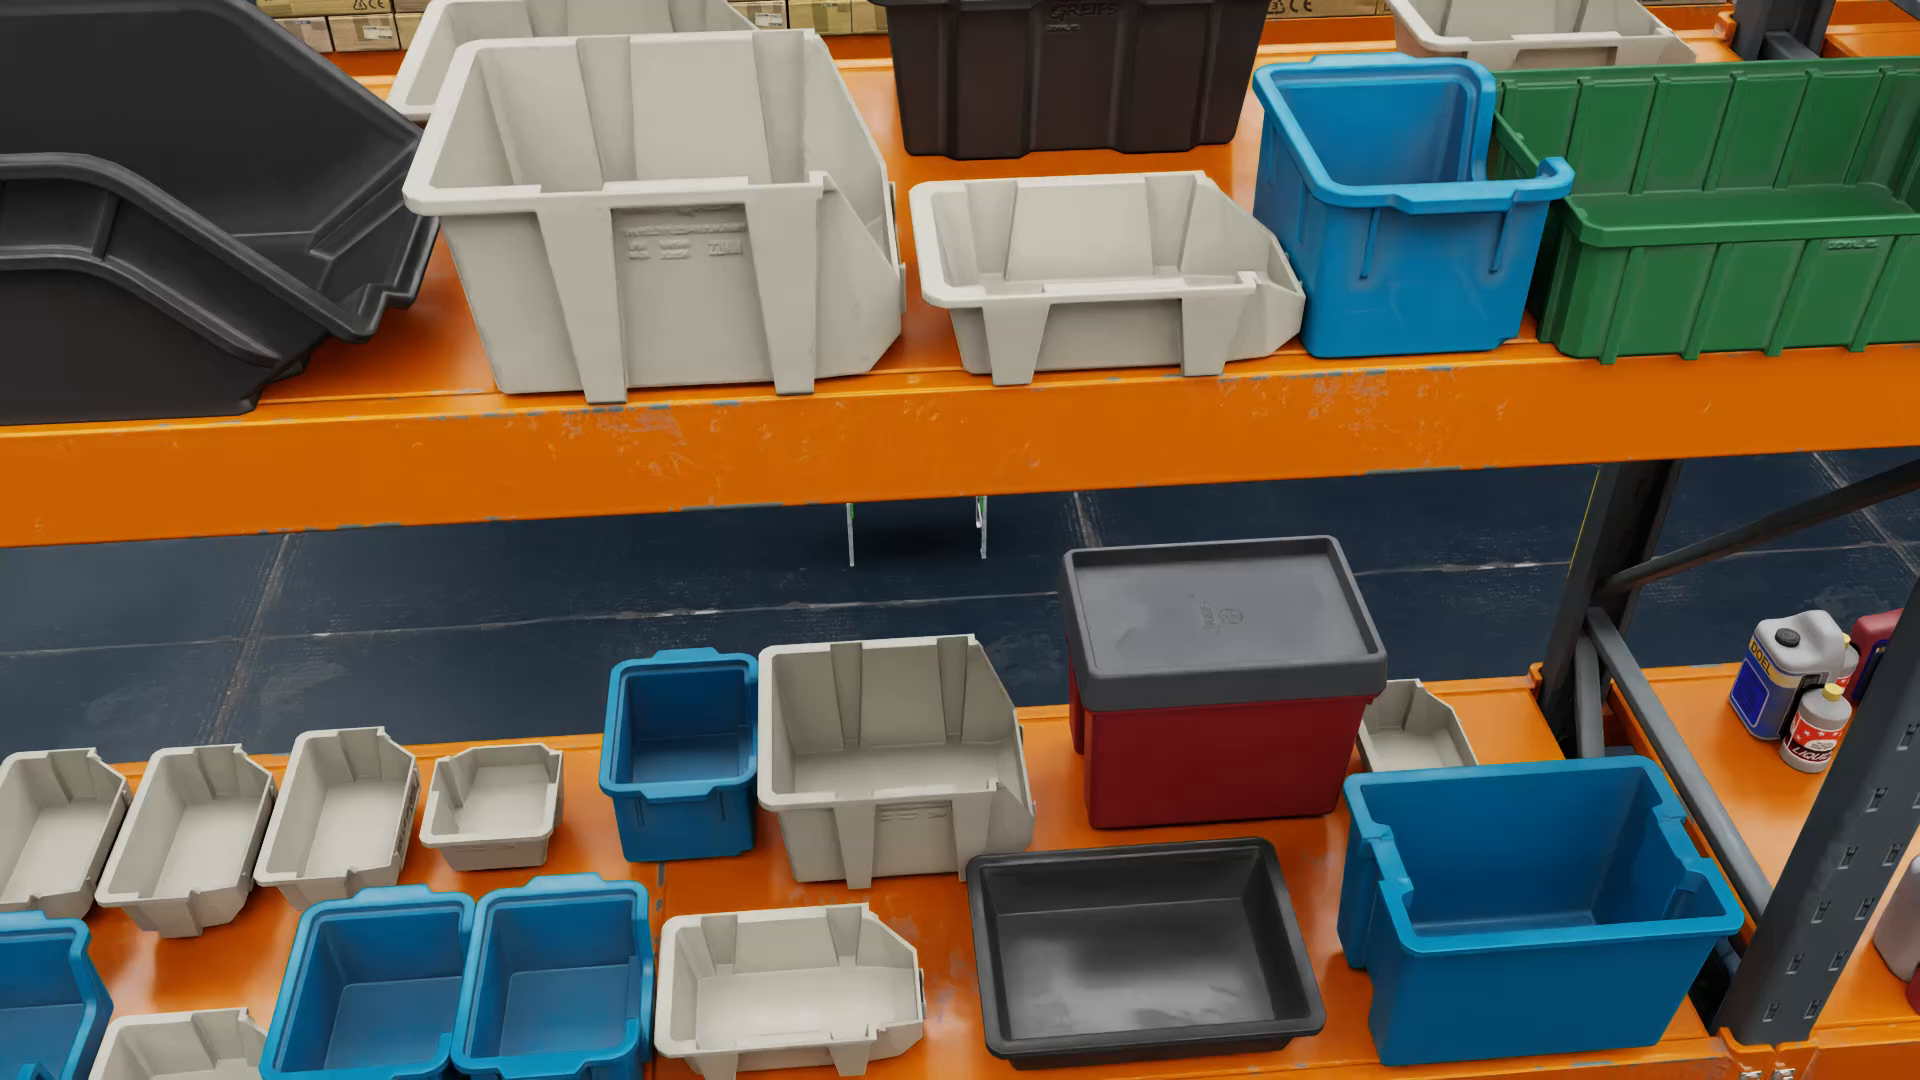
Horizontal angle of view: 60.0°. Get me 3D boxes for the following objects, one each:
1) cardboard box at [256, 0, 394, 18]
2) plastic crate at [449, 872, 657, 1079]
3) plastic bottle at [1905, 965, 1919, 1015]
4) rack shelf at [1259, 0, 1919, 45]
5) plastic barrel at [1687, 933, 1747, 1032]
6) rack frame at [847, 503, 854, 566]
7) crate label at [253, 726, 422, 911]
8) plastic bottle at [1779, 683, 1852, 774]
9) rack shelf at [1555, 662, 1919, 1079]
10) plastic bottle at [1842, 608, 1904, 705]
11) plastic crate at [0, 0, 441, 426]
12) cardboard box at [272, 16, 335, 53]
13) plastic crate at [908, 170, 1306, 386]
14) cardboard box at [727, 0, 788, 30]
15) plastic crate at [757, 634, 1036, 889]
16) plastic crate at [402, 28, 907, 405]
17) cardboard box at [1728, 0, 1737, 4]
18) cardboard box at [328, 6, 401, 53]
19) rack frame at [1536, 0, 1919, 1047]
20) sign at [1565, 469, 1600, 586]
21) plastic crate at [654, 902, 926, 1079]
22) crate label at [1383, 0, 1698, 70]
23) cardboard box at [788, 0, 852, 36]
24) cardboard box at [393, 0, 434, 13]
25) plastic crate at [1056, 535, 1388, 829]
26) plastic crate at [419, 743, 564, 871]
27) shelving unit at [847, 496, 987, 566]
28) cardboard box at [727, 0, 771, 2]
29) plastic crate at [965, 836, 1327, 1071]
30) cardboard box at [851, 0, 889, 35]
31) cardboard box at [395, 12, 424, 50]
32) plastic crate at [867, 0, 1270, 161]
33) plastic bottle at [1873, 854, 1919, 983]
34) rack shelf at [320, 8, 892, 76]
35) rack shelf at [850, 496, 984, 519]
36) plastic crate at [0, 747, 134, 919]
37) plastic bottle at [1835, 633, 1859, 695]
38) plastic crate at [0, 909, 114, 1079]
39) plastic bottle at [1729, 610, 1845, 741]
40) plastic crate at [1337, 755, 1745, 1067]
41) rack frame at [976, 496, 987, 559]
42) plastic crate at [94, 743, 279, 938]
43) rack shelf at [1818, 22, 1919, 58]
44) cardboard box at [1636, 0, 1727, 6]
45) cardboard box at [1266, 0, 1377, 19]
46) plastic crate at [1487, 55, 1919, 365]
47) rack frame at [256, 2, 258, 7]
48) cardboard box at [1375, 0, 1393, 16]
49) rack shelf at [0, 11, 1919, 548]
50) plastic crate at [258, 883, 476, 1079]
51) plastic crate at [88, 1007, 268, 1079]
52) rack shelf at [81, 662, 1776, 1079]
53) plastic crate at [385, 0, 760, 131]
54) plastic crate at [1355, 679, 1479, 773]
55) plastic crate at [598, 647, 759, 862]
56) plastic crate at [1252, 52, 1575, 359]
[{"bbox_3d":[-2.509,-2.300,6.625,0.500,0.250,0.500,-4,38,-5],"label":"cardboard box"},{"bbox_3d":[-0.687,0.816,2.881,0.300,0.233,0.416,-3,38,-4],"label":"plastic crate"},{"bbox_3d":[1.815,0.743,2.981,0.133,0.283,0.061,-3,38,-4],"label":"plastic bottle"},{"bbox_3d":[2.966,-2.430,7.488,4.000,0.370,1.077,-3,38,-4],"label":"rack shelf"},{"bbox_3d":[1.956,1.093,3.798,0.708,0.901,0.600,-3,38,-4],"label":"plastic barrel"},{"bbox_3d":[-0.408,-0.449,5.850,0.015,1.200,0.240,-3,38,-4],"label":"rack frame"},{"bbox_3d":[-1.211,0.559,3.284,0.243,0.136,0.396,-3,38,-4],"label":"crate label"},{"bbox_3d":[1.806,0.387,3.499,0.097,0.201,0.097,0,38,0],"label":"plastic bottle"},{"bbox_3d":[3.404,0.626,3.615,4.000,0.370,1.077,-3,38,-4],"label":"rack shelf"},{"bbox_3d":[2.003,0.238,3.622,0.133,0.283,0.061,-3,38,-4],"label":"plastic bottle"},{"bbox_3d":[-1.026,-0.394,1.957,0.767,0.338,0.504,-3,38,-4],"label":"plastic crate"},{"bbox_3d":[-2.628,-2.100,6.693,0.250,0.149,0.380,-3,38,-3],"label":"cardboard box"},{"bbox_3d":[0.179,-0.316,2.020,0.466,0.136,0.293,-3,38,-4],"label":"plastic crate"},{"bbox_3d":[-0.835,-2.201,6.820,0.250,0.149,0.380,-3,38,-3],"label":"cardboard box"},{"bbox_3d":[-0.125,0.447,3.309,0.530,0.282,0.437,-3,38,-4],"label":"plastic crate"},{"bbox_3d":[-0.337,-0.389,1.996,0.530,0.282,0.437,-3,38,-4],"label":"plastic crate"},{"bbox_3d":[3.474,-2.627,7.077,0.500,0.500,0.500,-4,38,-5],"label":"cardboard box"},{"bbox_3d":[-2.372,-2.115,6.712,0.250,0.149,0.380,-4,38,-5],"label":"cardboard box"},{"bbox_3d":[1.412,0.454,3.253,0.127,3.000,1.000,-3,38,-4],"label":"rack frame"},{"bbox_3d":[1.365,0.005,3.598,0.005,0.325,0.100,-3,38,-4],"label":"sign"},{"bbox_3d":[-0.296,0.815,2.960,0.466,0.136,0.293,-3,38,-4],"label":"plastic crate"},{"bbox_3d":[0.899,-0.772,2.598,0.466,0.136,0.293,-3,38,-4],"label":"crate label"},{"bbox_3d":[-0.581,-2.214,6.837,0.250,0.149,0.380,-4,38,-5],"label":"cardboard box"},{"bbox_3d":[-1.992,-2.333,6.666,0.500,0.250,0.500,-4,38,-5],"label":"cardboard box"},{"bbox_3d":[0.501,0.299,3.349,0.583,0.464,0.402,-3,38,-4],"label":"plastic crate"},{"bbox_3d":[-0.917,0.532,3.319,0.250,0.136,0.298,-3,38,-4],"label":"plastic crate"},{"bbox_3d":[-0.165,-0.462,5.867,0.503,1.200,0.258,-3,38,-4],"label":"shelving unit"},{"bbox_3d":[-0.971,-2.390,6.739,0.500,0.250,0.500,-4,38,-5],"label":"cardboard box"},{"bbox_3d":[0.321,0.765,3.032,0.590,0.125,0.437,-3,38,-4],"label":"plastic crate"},{"bbox_3d":[-0.326,-2.228,6.855,0.250,0.149,0.380,-2,38,-3],"label":"cardboard box"},{"bbox_3d":[-2.117,-2.129,6.730,0.250,0.149,0.380,-4,38,-5],"label":"cardboard box"},{"bbox_3d":[0.151,-0.774,2.493,0.590,0.269,0.497,-3,38,-4],"label":"plastic crate"},{"bbox_3d":[1.832,0.651,3.043,0.185,0.351,0.144,-3,38,-4],"label":"plastic bottle"},{"bbox_3d":[-1.019,-2.210,7.210,4.000,0.370,1.077,-3,38,-4],"label":"rack shelf"},{"bbox_3d":[-0.165,-0.223,6.055,0.480,0.148,0.258,-3,38,-4],"label":"rack shelf"},{"bbox_3d":[-1.776,0.597,3.237,0.243,0.136,0.396,-3,38,-4],"label":"plastic crate"},{"bbox_3d":[1.889,0.287,3.625,0.097,0.201,0.097,0,38,0],"label":"plastic bottle"},{"bbox_3d":[-1.641,0.869,2.814,0.300,0.233,0.416,-3,38,-4],"label":"plastic crate"},{"bbox_3d":[1.776,0.281,3.572,0.135,0.276,0.152,-3,38,-4],"label":"plastic bottle"},{"bbox_3d":[0.977,0.672,2.941,0.575,0.384,0.392,-3,38,-4],"label":"plastic crate"},{"bbox_3d":[0.078,-0.475,5.884,0.015,1.200,0.240,-3,38,-4],"label":"rack frame"},{"bbox_3d":[-1.486,0.590,3.246,0.243,0.136,0.396,-3,38,-4],"label":"plastic crate"},{"bbox_3d":[3.404,-0.551,2.686,4.000,0.370,1.077,-3,38,-4],"label":"rack shelf"},{"bbox_3d":[2.967,-2.599,7.042,0.500,0.500,0.500,-2,38,-3],"label":"cardboard box"},{"bbox_3d":[1.454,-2.513,6.932,0.500,0.500,0.500,-3,38,-4],"label":"cardboard box"},{"bbox_3d":[1.017,-0.431,2.124,0.662,0.188,0.450,-3,38,-4],"label":"plastic crate"},{"bbox_3d":[-3.011,-2.383,6.848,0.127,3.000,1.000,-3,38,-4],"label":"rack frame"},{"bbox_3d":[1.955,-2.541,6.968,0.500,0.500,0.500,-3,38,-4],"label":"cardboard box"},{"bbox_3d":[-0.580,-0.332,2.408,4.000,0.370,1.077,-3,38,-4],"label":"rack shelf"},{"bbox_3d":[-0.985,0.833,2.860,0.300,0.233,0.416,-3,38,-4],"label":"plastic crate"},{"bbox_3d":[-1.294,0.939,2.803,0.298,0.136,0.250,-3,38,-4],"label":"plastic crate"},{"bbox_3d":[-0.580,0.846,3.337,4.000,0.370,1.077,-3,38,-4],"label":"rack shelf"},{"bbox_3d":[-0.536,-0.667,2.466,0.530,0.136,0.437,-3,38,-4],"label":"plastic crate"},{"bbox_3d":[0.936,0.471,3.396,0.243,0.136,0.396,-3,38,-4],"label":"plastic crate"},{"bbox_3d":[-0.549,0.444,3.352,0.300,0.233,0.416,-3,38,-4],"label":"plastic crate"},{"bbox_3d":[0.534,-0.411,2.063,0.300,0.233,0.416,-3,38,-4],"label":"plastic crate"}]
